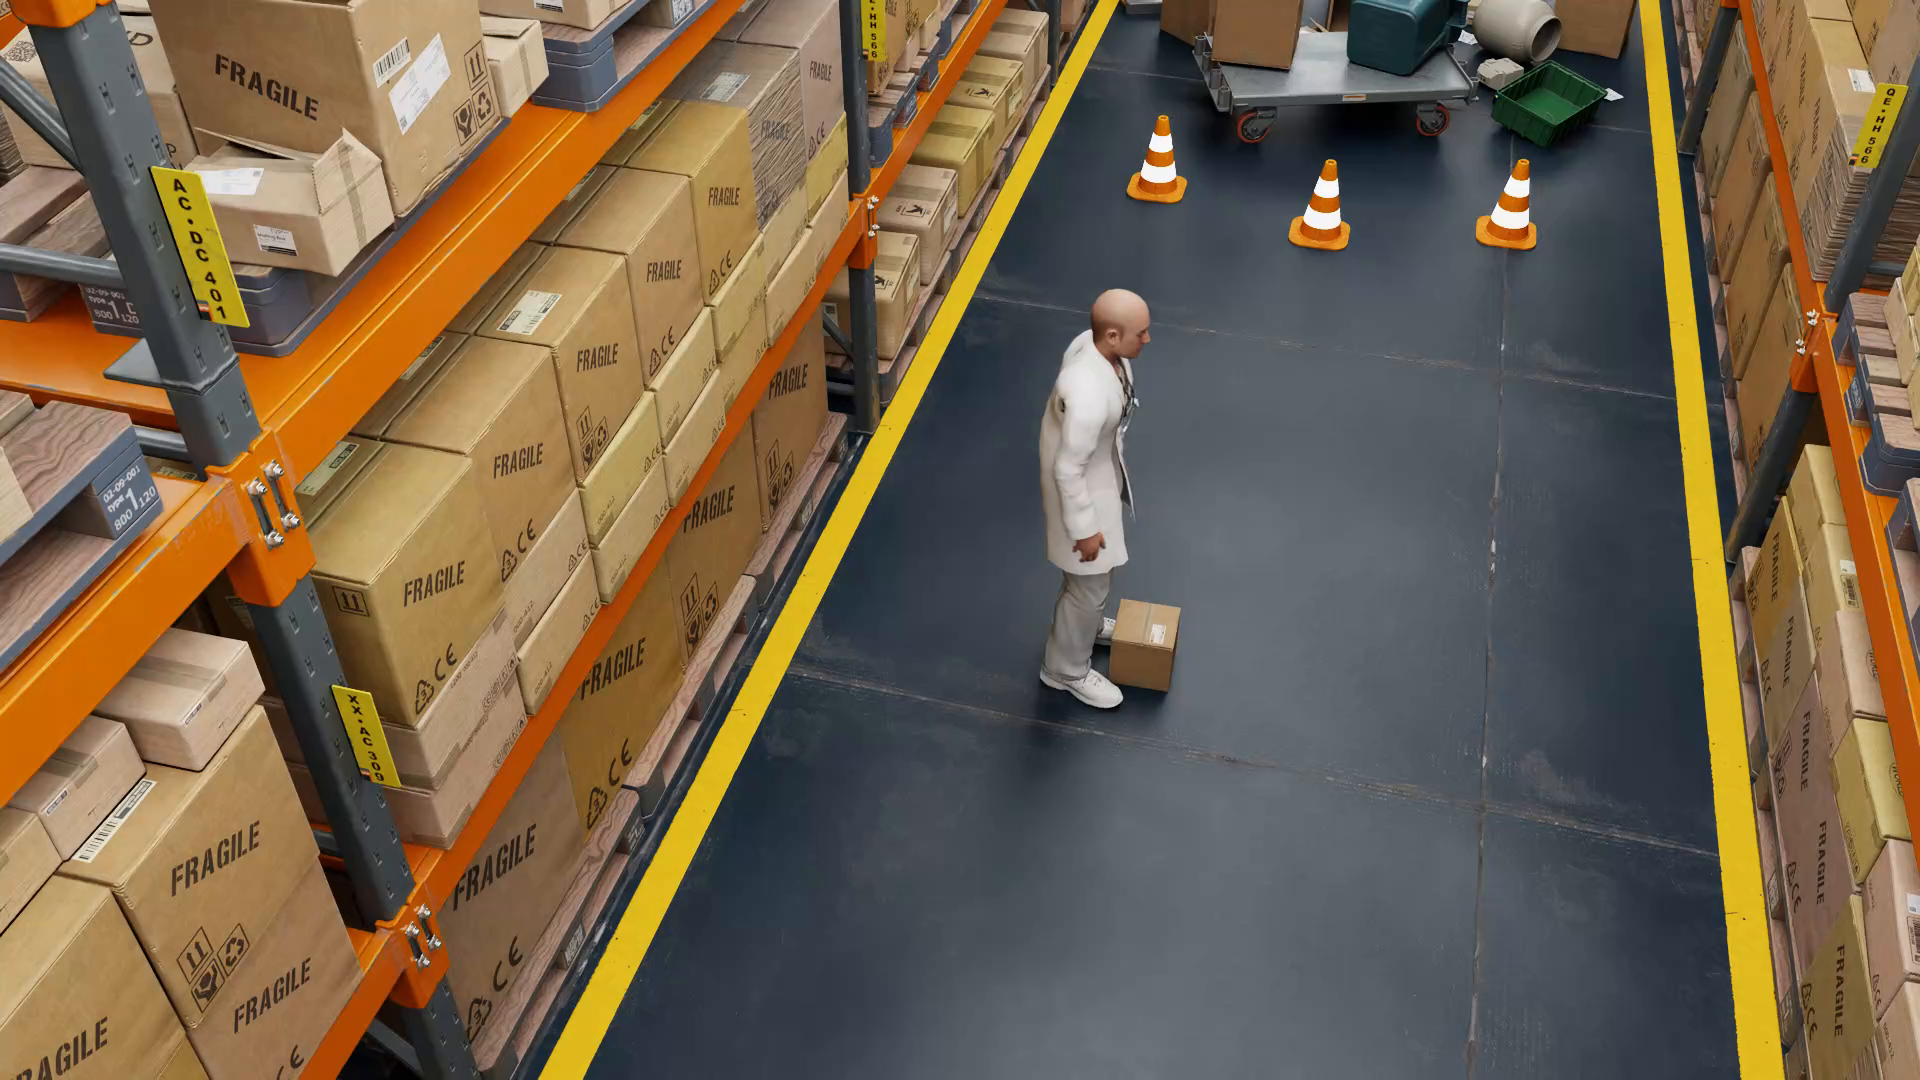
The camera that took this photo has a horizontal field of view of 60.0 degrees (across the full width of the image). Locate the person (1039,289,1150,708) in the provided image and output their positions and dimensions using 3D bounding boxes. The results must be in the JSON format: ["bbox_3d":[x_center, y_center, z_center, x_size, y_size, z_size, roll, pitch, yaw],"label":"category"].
[{"bbox_3d":[0.511,-0.183,6.384,0.424,1.773,0.640,9,41,11],"label":"person"}]
